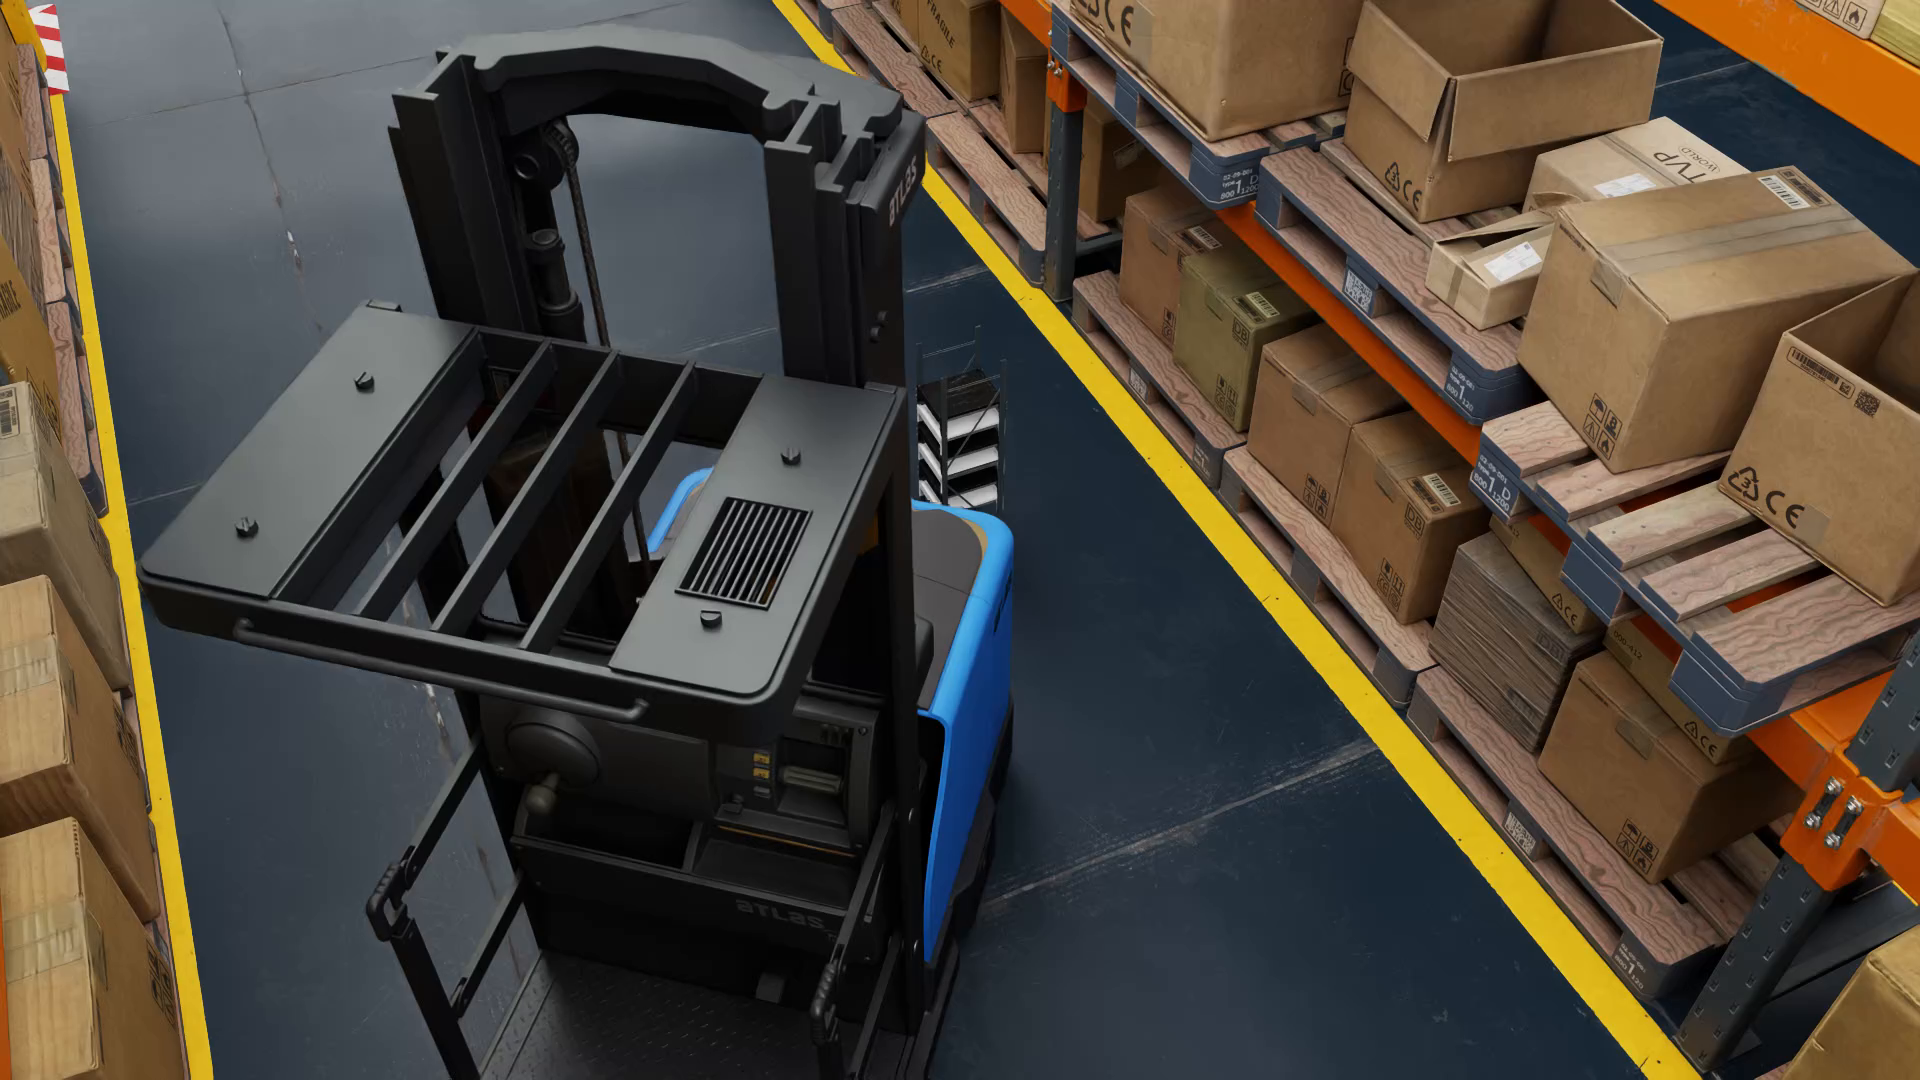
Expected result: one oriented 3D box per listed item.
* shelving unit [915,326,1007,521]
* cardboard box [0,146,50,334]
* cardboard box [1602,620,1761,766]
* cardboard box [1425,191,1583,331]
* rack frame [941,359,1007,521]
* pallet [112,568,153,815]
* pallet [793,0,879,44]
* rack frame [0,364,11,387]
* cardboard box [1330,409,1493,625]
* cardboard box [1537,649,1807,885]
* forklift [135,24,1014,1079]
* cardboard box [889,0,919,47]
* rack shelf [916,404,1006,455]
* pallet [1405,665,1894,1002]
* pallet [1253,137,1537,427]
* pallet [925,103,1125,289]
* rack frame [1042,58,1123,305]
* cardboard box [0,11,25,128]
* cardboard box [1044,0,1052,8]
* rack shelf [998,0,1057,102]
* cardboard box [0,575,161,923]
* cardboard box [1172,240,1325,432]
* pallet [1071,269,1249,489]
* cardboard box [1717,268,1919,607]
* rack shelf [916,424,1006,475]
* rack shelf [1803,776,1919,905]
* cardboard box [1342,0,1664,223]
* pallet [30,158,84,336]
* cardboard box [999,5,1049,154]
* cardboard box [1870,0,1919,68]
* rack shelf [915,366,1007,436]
[{"bbox_3d":[0.003,-0.315,5.929,0.258,0.900,0.210,-18,47,-17],"label":"shelving unit"},{"bbox_3d":[-4.280,-1.274,6.619,0.875,0.875,0.875,-18,47,-17],"label":"cardboard box"},{"bbox_3d":[2.219,0.311,4.732,0.500,0.250,0.500,-16,47,-16],"label":"cardboard box"},{"bbox_3d":[1.582,-0.822,4.744,0.396,0.266,0.258,-19,48,-19],"label":"cardboard box"},{"bbox_3d":[0.046,-0.250,5.863,0.240,0.900,0.006,-18,47,-17],"label":"rack frame"},{"bbox_3d":[-3.304,0.576,5.516,1.003,0.211,1.213,-18,47,-17],"label":"pallet"},{"bbox_3d":[-0.494,-3.266,9.410,1.003,0.211,1.213,-18,47,-17],"label":"pallet"},{"bbox_3d":[-3.697,-0.886,5.012,1.000,3.000,0.127,-18,47,-17],"label":"rack frame"},{"bbox_3d":[1.739,-0.134,5.716,0.700,0.500,0.500,-14,46,-14],"label":"cardboard box"},{"bbox_3d":[2.228,0.575,4.998,0.700,0.500,0.500,-20,48,-19],"label":"cardboard box"},{"bbox_3d":[-0.693,0.571,3.584,1.130,2.935,3.031,10,46,10],"label":"forklift"},{"bbox_3d":[-0.060,-2.917,8.551,0.500,0.500,0.500,-14,46,-14],"label":"cardboard box"},{"bbox_3d":[0.003,-0.420,5.826,0.258,0.077,0.200,-18,47,-17],"label":"rack shelf"},{"bbox_3d":[2.201,0.757,5.332,1.003,0.211,1.213,-18,47,-17],"label":"pallet"},{"bbox_3d":[1.659,-0.918,5.181,1.003,0.211,1.213,-18,47,-17],"label":"pallet"},{"bbox_3d":[0.532,-1.711,7.834,1.003,0.211,1.213,-18,47,-17],"label":"pallet"},{"bbox_3d":[0.846,-2.286,6.431,1.000,3.000,0.127,-18,47,-17],"label":"rack frame"},{"bbox_3d":[-5.033,-2.415,7.776,0.875,0.875,0.875,-18,47,-17],"label":"cardboard box"},{"bbox_3d":[0.489,-2.247,6.570,0.380,0.149,0.250,-18,47,-17],"label":"cardboard box"},{"bbox_3d":[0.005,-3.304,7.976,1.077,0.370,4.000,-18,47,-17],"label":"rack shelf"},{"bbox_3d":[-2.952,0.751,4.656,1.050,0.750,0.750,-18,47,-17],"label":"cardboard box"},{"bbox_3d":[1.268,-0.846,6.438,0.700,0.500,0.500,-18,47,-18],"label":"cardboard box"},{"bbox_3d":[1.175,-0.798,6.908,1.003,0.211,1.213,-18,47,-17],"label":"pallet"},{"bbox_3d":[2.265,-0.254,4.002,0.500,0.500,0.500,-24,49,-22],"label":"cardboard box"},{"bbox_3d":[0.003,-0.355,5.889,0.258,0.077,0.200,-18,47,-17],"label":"rack shelf"},{"bbox_3d":[3.369,1.794,2.809,1.077,0.370,4.000,-18,47,-17],"label":"rack shelf"},{"bbox_3d":[1.659,-1.395,5.155,0.797,0.503,0.637,-14,46,-13],"label":"cardboard box"},{"bbox_3d":[-4.462,-1.179,7.295,1.003,0.211,1.213,-18,47,-17],"label":"pallet"},{"bbox_3d":[0.467,-2.175,7.800,0.500,0.500,0.500,-5,45,-5],"label":"cardboard box"},{"bbox_3d":[2.106,-0.982,3.081,0.500,0.250,0.500,-18,47,-17],"label":"cardboard box"},{"bbox_3d":[0.003,-0.484,5.762,0.258,0.077,0.200,-18,47,-17],"label":"rack shelf"}]
